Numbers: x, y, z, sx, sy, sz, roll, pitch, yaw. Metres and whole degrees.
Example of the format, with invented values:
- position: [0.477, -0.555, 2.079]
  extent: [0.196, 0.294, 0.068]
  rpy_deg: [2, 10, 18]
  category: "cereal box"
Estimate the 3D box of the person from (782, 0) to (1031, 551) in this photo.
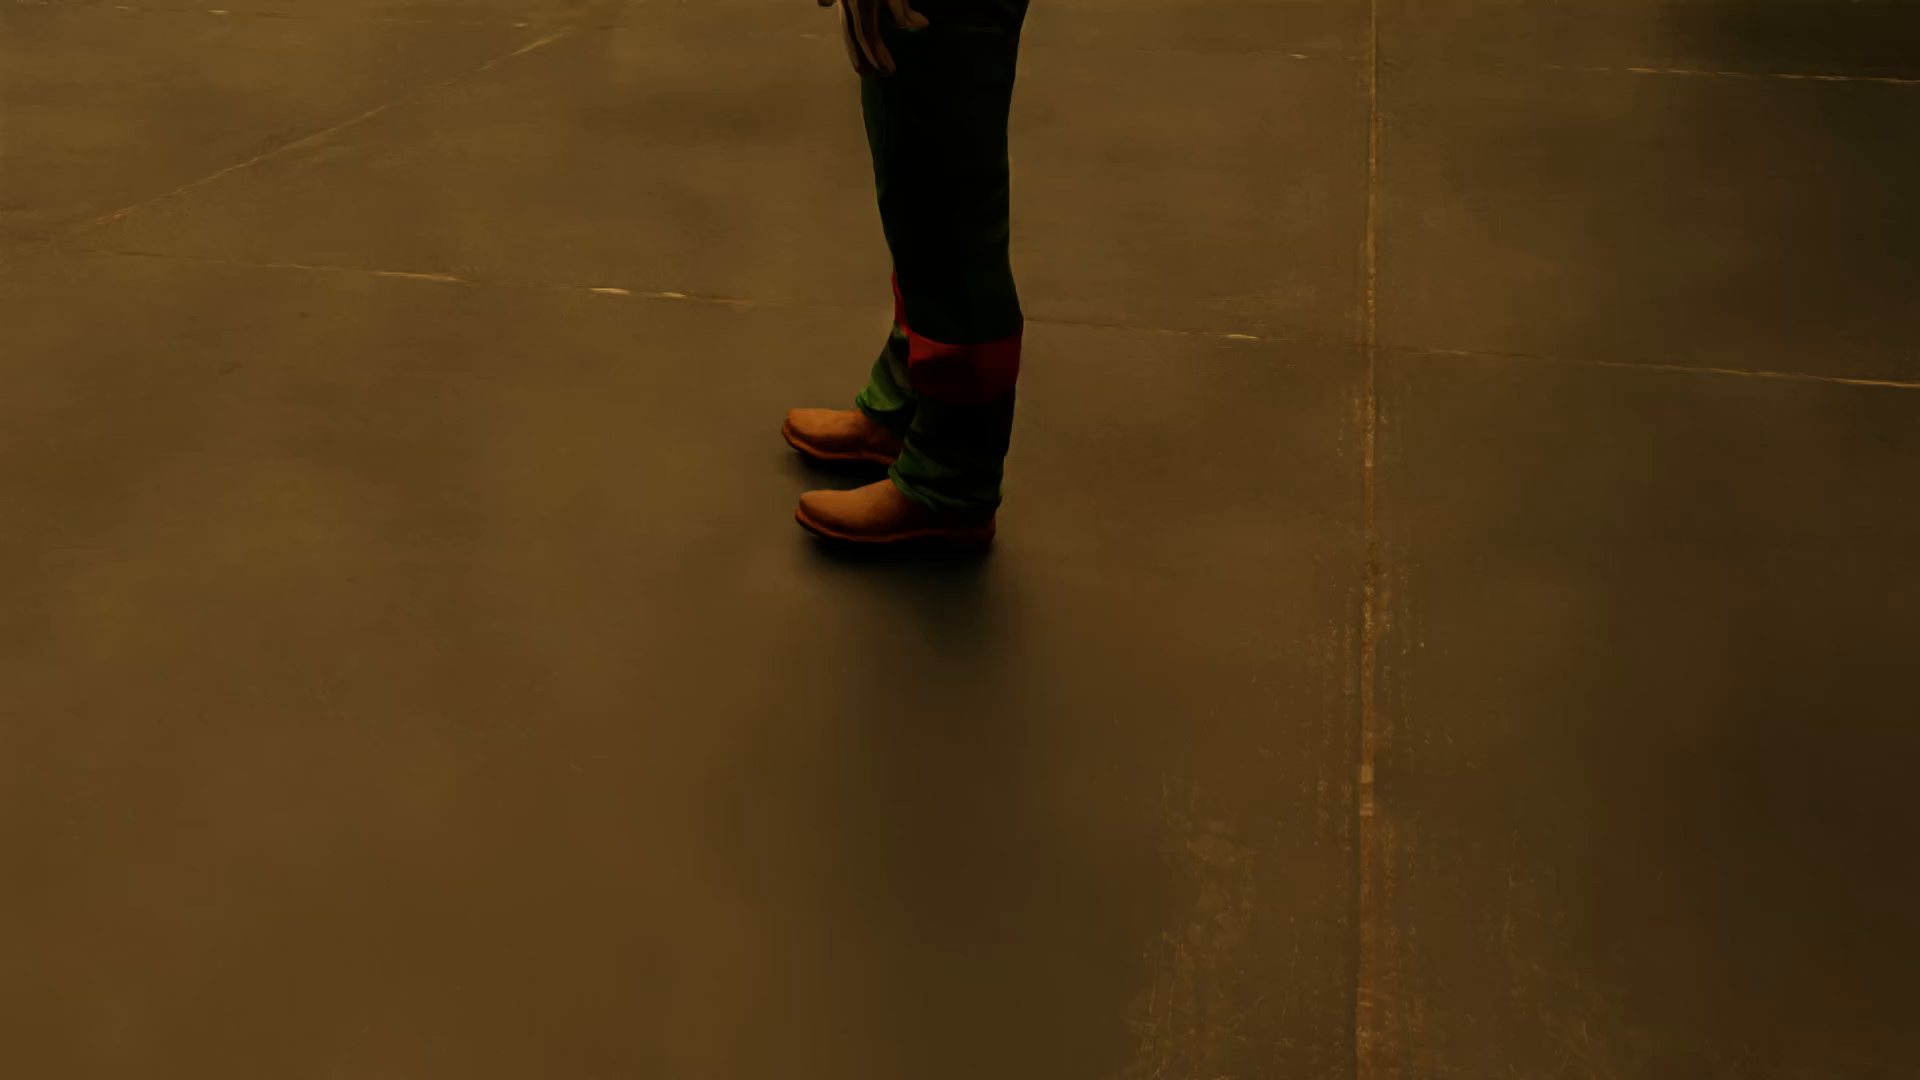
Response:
- position: [-0.076, -0.816, 2.120]
  extent: [0.563, 1.783, 0.637]
  rpy_deg: [6, 27, 11]
  category: "person"
